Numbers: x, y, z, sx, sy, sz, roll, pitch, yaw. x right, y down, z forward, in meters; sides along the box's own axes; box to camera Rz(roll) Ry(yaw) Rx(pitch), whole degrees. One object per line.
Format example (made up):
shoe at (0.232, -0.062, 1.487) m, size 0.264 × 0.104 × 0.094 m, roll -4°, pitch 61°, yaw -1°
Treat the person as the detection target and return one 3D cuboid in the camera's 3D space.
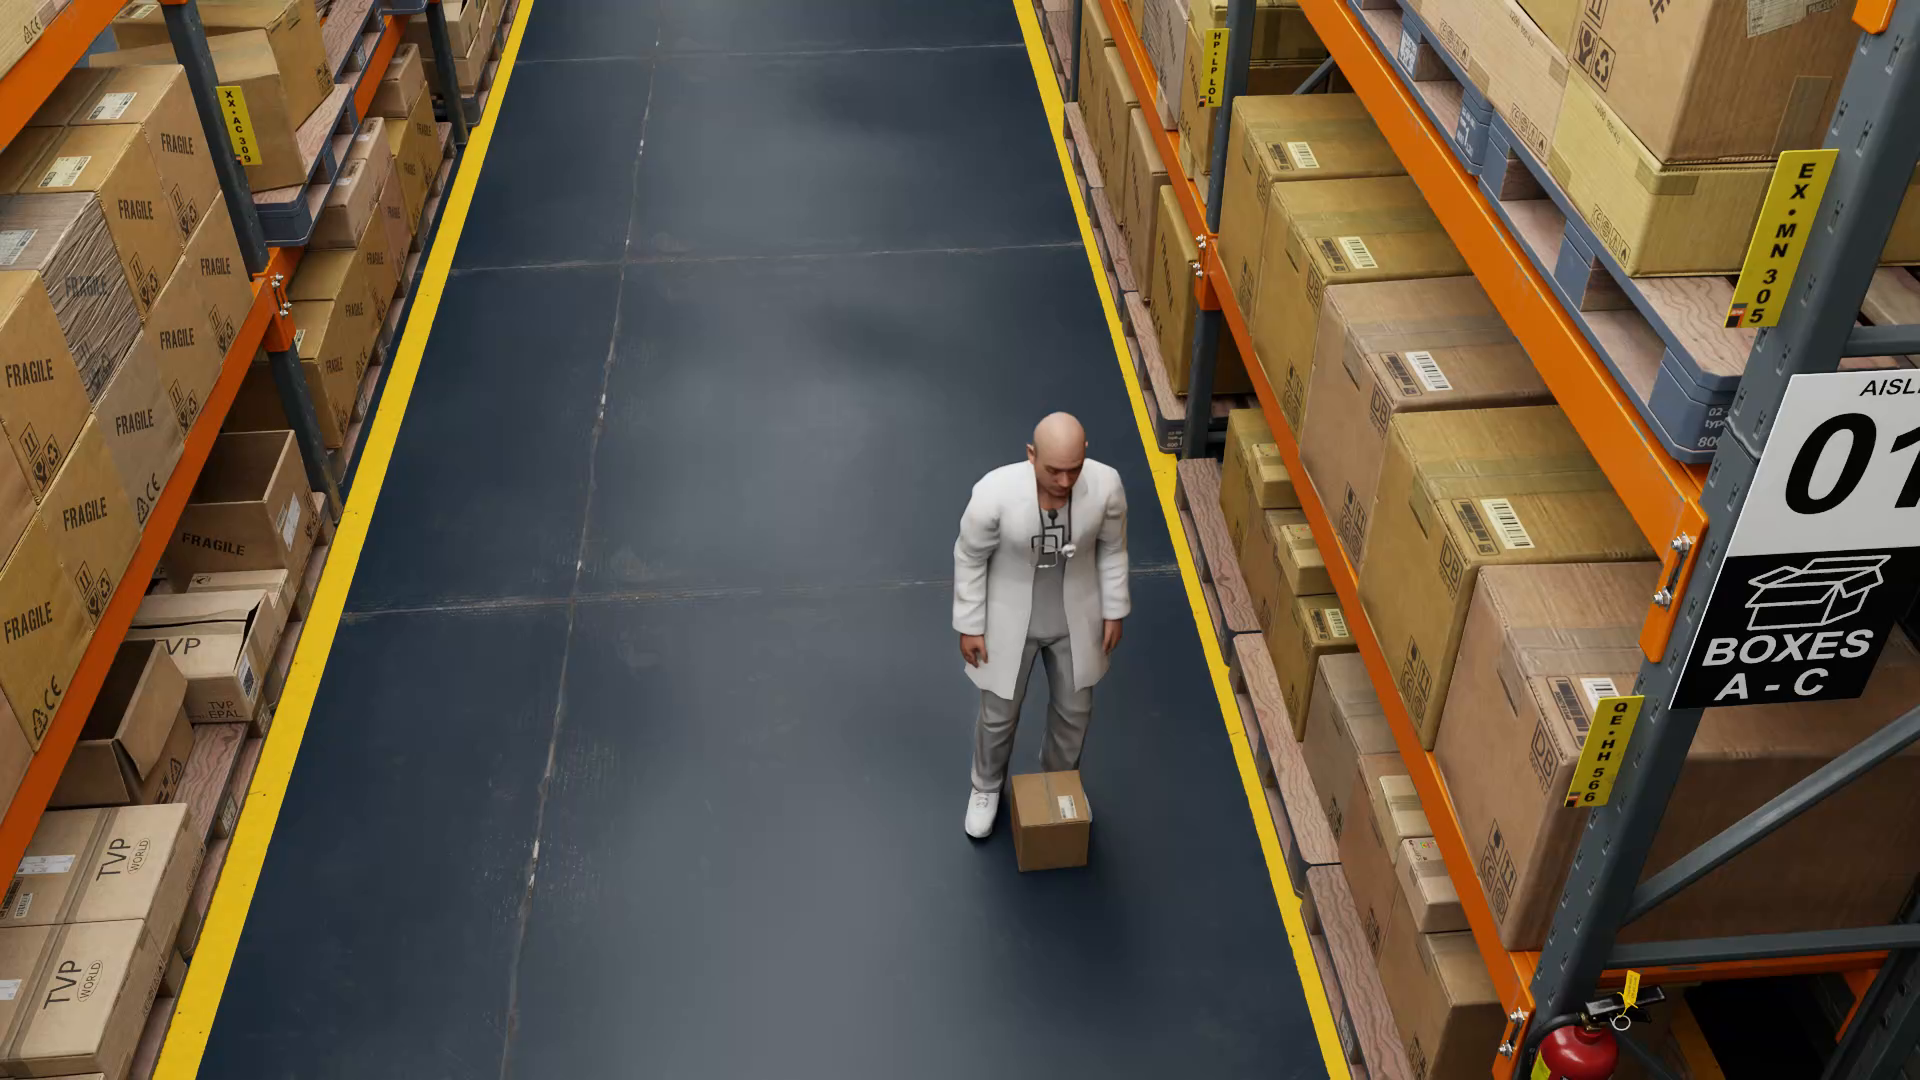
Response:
person at (0.287, 0.284, 5.811) m, size 0.635 × 1.773 × 0.427 m, roll -5°, pitch 39°, yaw -7°
